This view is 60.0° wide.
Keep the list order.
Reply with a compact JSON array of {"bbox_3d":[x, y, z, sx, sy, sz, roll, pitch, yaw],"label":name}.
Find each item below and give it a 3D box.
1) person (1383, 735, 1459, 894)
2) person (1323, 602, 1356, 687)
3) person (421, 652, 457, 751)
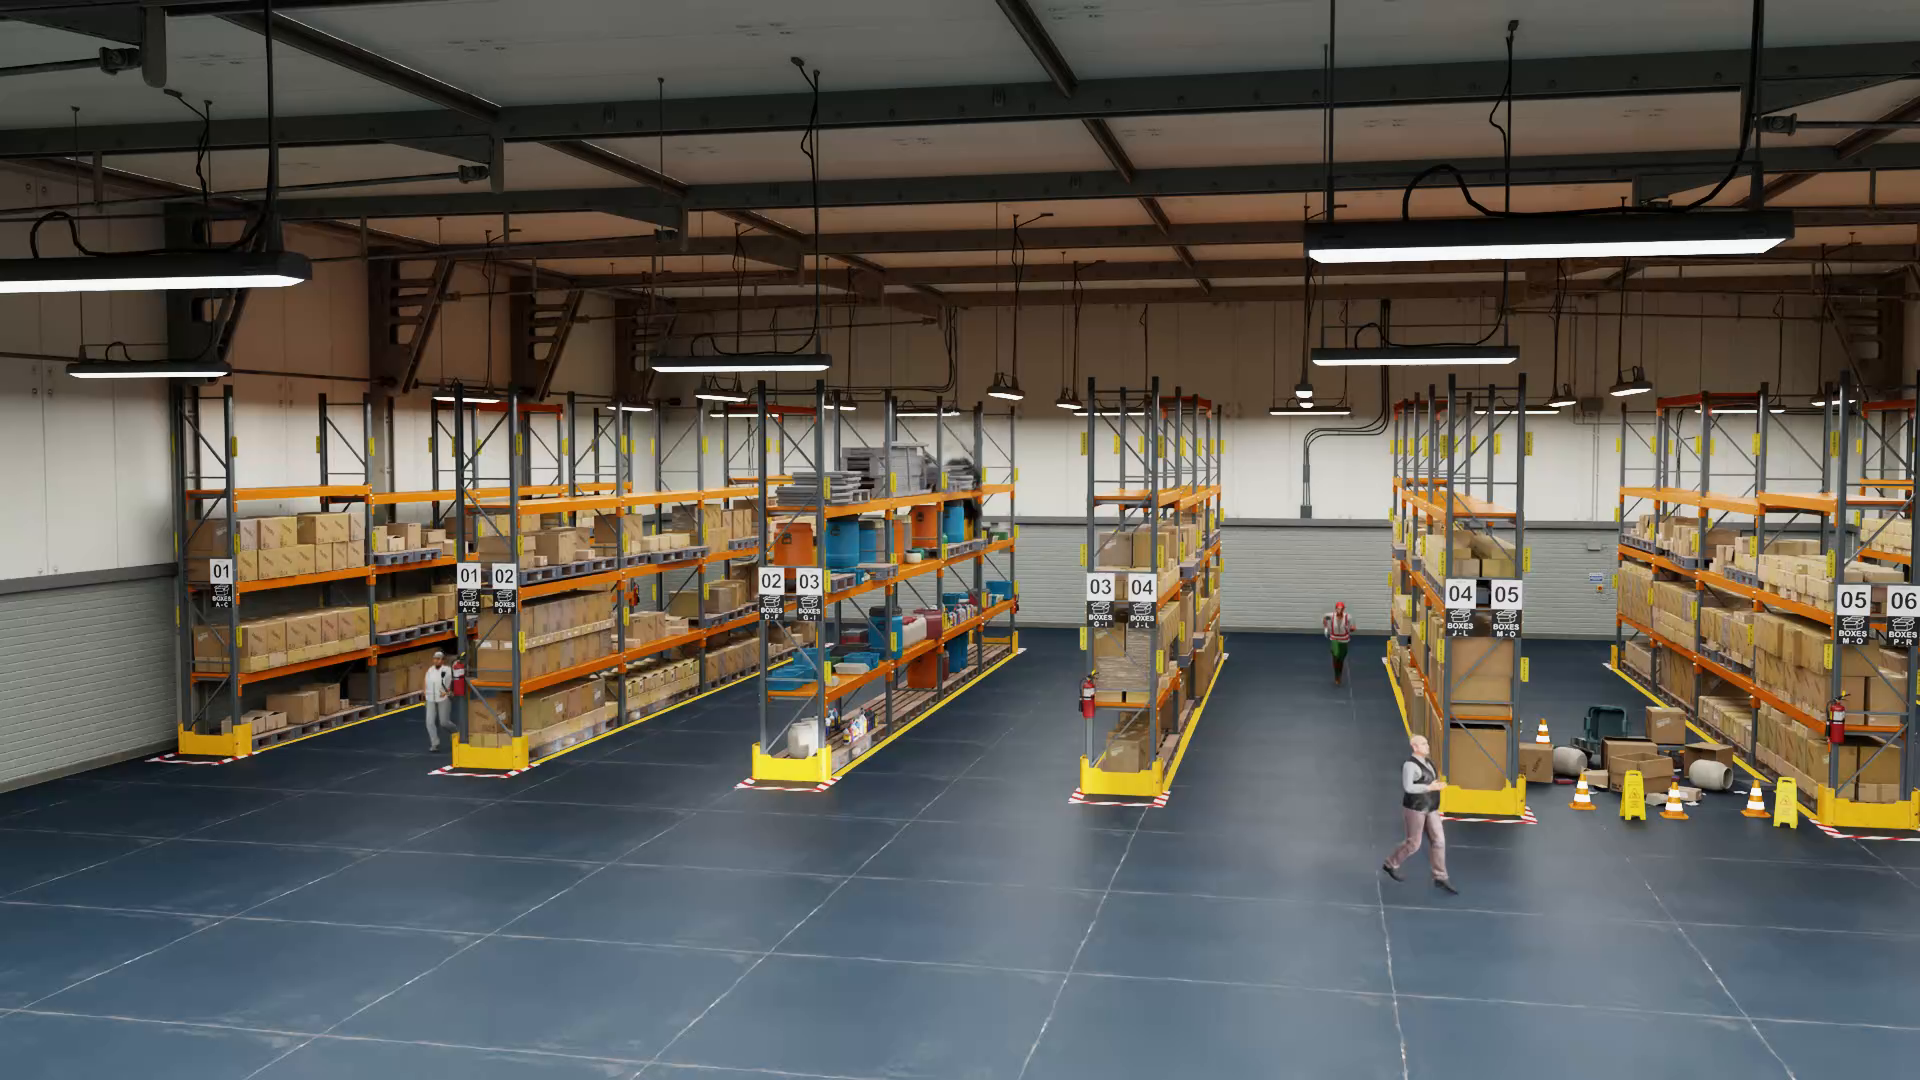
[{"bbox_3d":[5.197,3.065,18.736,0.657,1.732,0.888,-3,4,-42],"label":"person"},{"bbox_3d":[8.005,2.167,35.085,0.649,1.781,0.969,0,3,6],"label":"person"},{"bbox_3d":[-8.614,2.653,27.497,0.611,1.619,0.633,0,3,6],"label":"person"}]
